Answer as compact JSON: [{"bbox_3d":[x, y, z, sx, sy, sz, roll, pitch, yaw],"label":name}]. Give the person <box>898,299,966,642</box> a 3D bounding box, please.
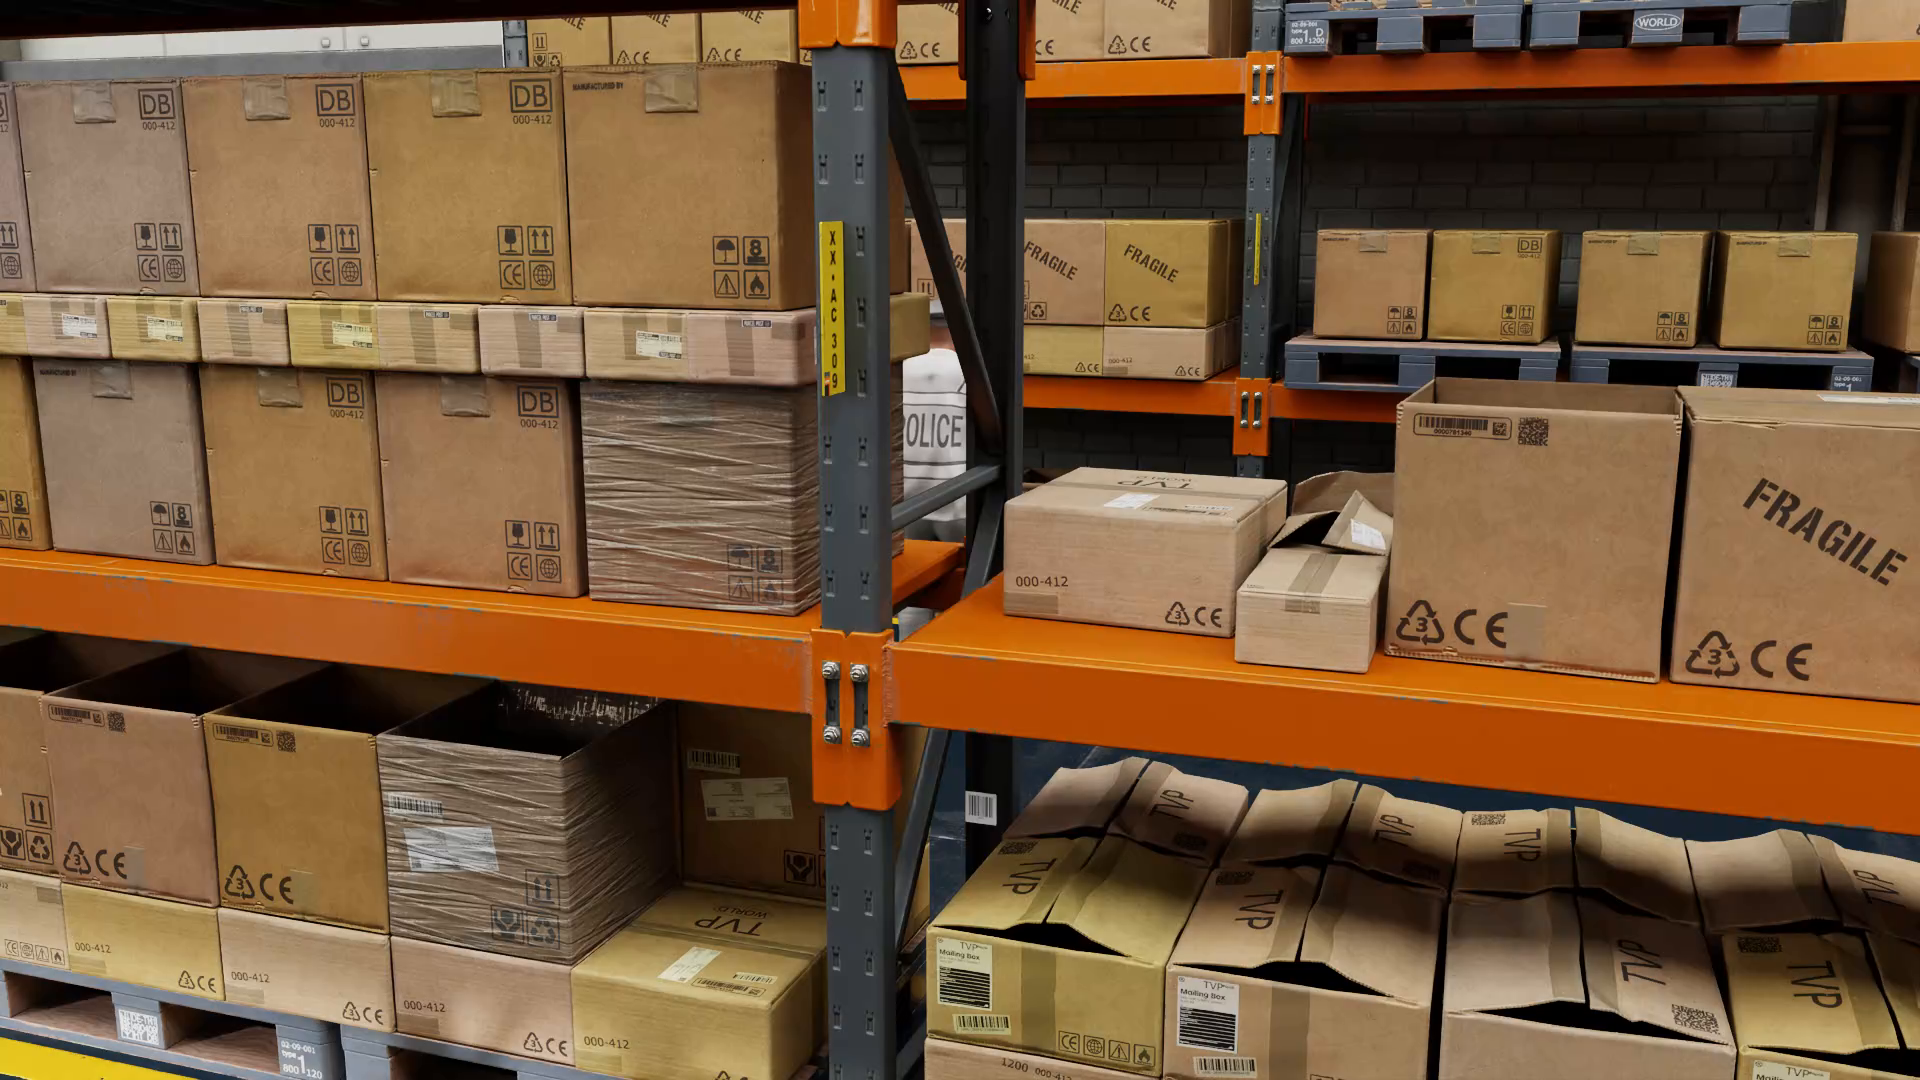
[{"bbox_3d":[-0.079,-0.144,7.123,0.600,1.749,0.429,4,12,16],"label":"person"}]
